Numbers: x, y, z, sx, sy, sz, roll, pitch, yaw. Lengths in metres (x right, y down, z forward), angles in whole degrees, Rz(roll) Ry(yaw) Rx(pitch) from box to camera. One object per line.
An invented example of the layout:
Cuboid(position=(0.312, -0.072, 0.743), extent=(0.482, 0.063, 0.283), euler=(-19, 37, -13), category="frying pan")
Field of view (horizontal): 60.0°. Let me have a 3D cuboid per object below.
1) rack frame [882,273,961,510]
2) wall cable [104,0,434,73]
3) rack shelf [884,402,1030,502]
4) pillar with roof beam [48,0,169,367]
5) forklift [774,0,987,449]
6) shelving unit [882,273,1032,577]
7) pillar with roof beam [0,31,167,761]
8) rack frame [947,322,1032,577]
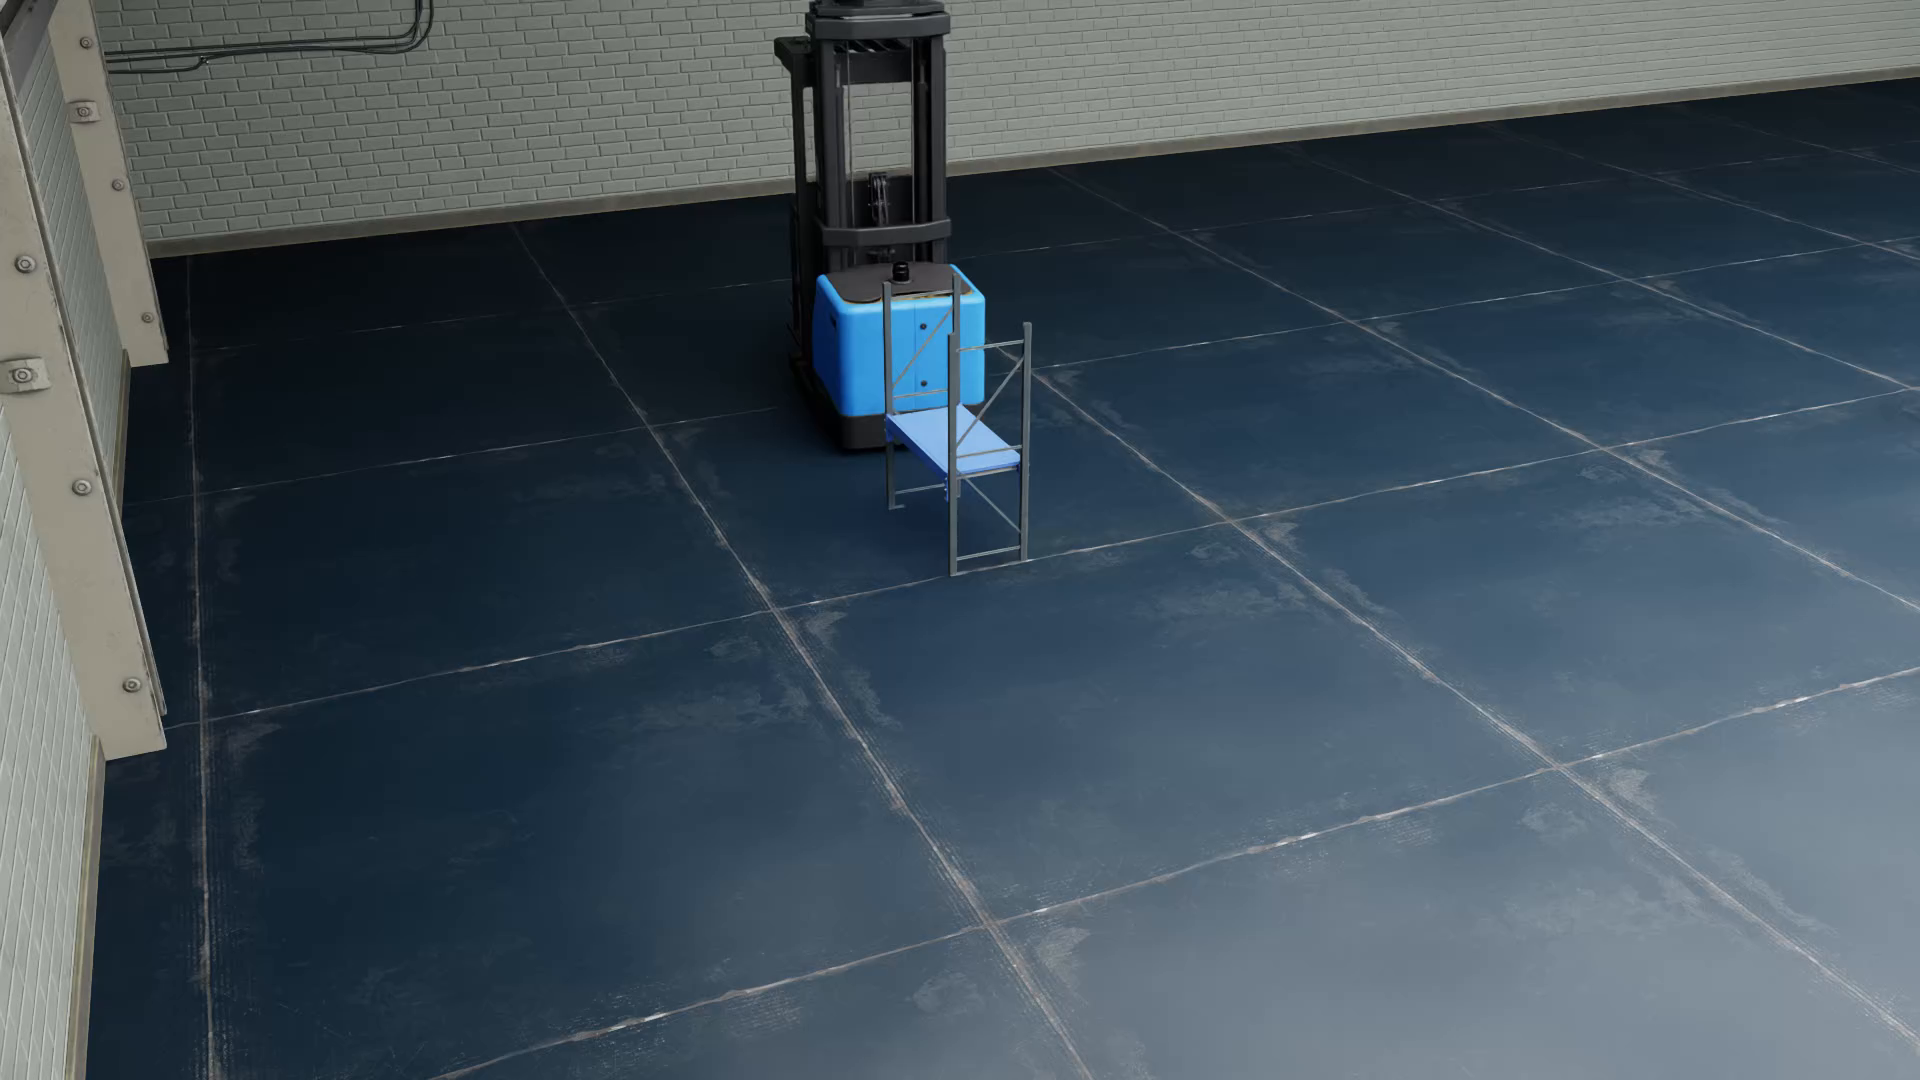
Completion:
Cuboid(position=(-0.232, -0.914, 10.412), extent=(0.500, 1.500, 0.032), euler=(-11, 28, -21), category="rack frame")
Cuboid(position=(-6.398, -5.518, 14.833), extent=(3.097, 2.526, 0.112), euler=(-11, 28, -21), category="wall cable")
Cuboid(position=(-0.033, -0.547, 10.070), extent=(0.538, 0.185, 1.000), euler=(-11, 28, -21), category="rack shelf")
Cuboid(position=(-2.500, -6.236, 12.766), extent=(9.100, 9.000, 0.400), euler=(-11, 28, -21), category="pillar with roof beam")
Cuboid(position=(-0.701, -2.562, 12.156), extent=(1.130, 2.935, 3.031), euler=(-7, 27, -14), category="forklift")
Cuboid(position=(-0.033, -0.708, 9.991), extent=(0.538, 1.500, 1.048), euler=(-11, 28, -21), category="shelving unit")
Cuboid(position=(-0.150, -3.814, 7.805), extent=(9.100, 9.000, 0.400), euler=(-11, 28, -21), category="pillar with roof beam")
Cuboid(position=(0.166, -0.503, 9.571), extent=(0.500, 1.500, 0.032), euler=(-11, 28, -21), category="rack frame")
